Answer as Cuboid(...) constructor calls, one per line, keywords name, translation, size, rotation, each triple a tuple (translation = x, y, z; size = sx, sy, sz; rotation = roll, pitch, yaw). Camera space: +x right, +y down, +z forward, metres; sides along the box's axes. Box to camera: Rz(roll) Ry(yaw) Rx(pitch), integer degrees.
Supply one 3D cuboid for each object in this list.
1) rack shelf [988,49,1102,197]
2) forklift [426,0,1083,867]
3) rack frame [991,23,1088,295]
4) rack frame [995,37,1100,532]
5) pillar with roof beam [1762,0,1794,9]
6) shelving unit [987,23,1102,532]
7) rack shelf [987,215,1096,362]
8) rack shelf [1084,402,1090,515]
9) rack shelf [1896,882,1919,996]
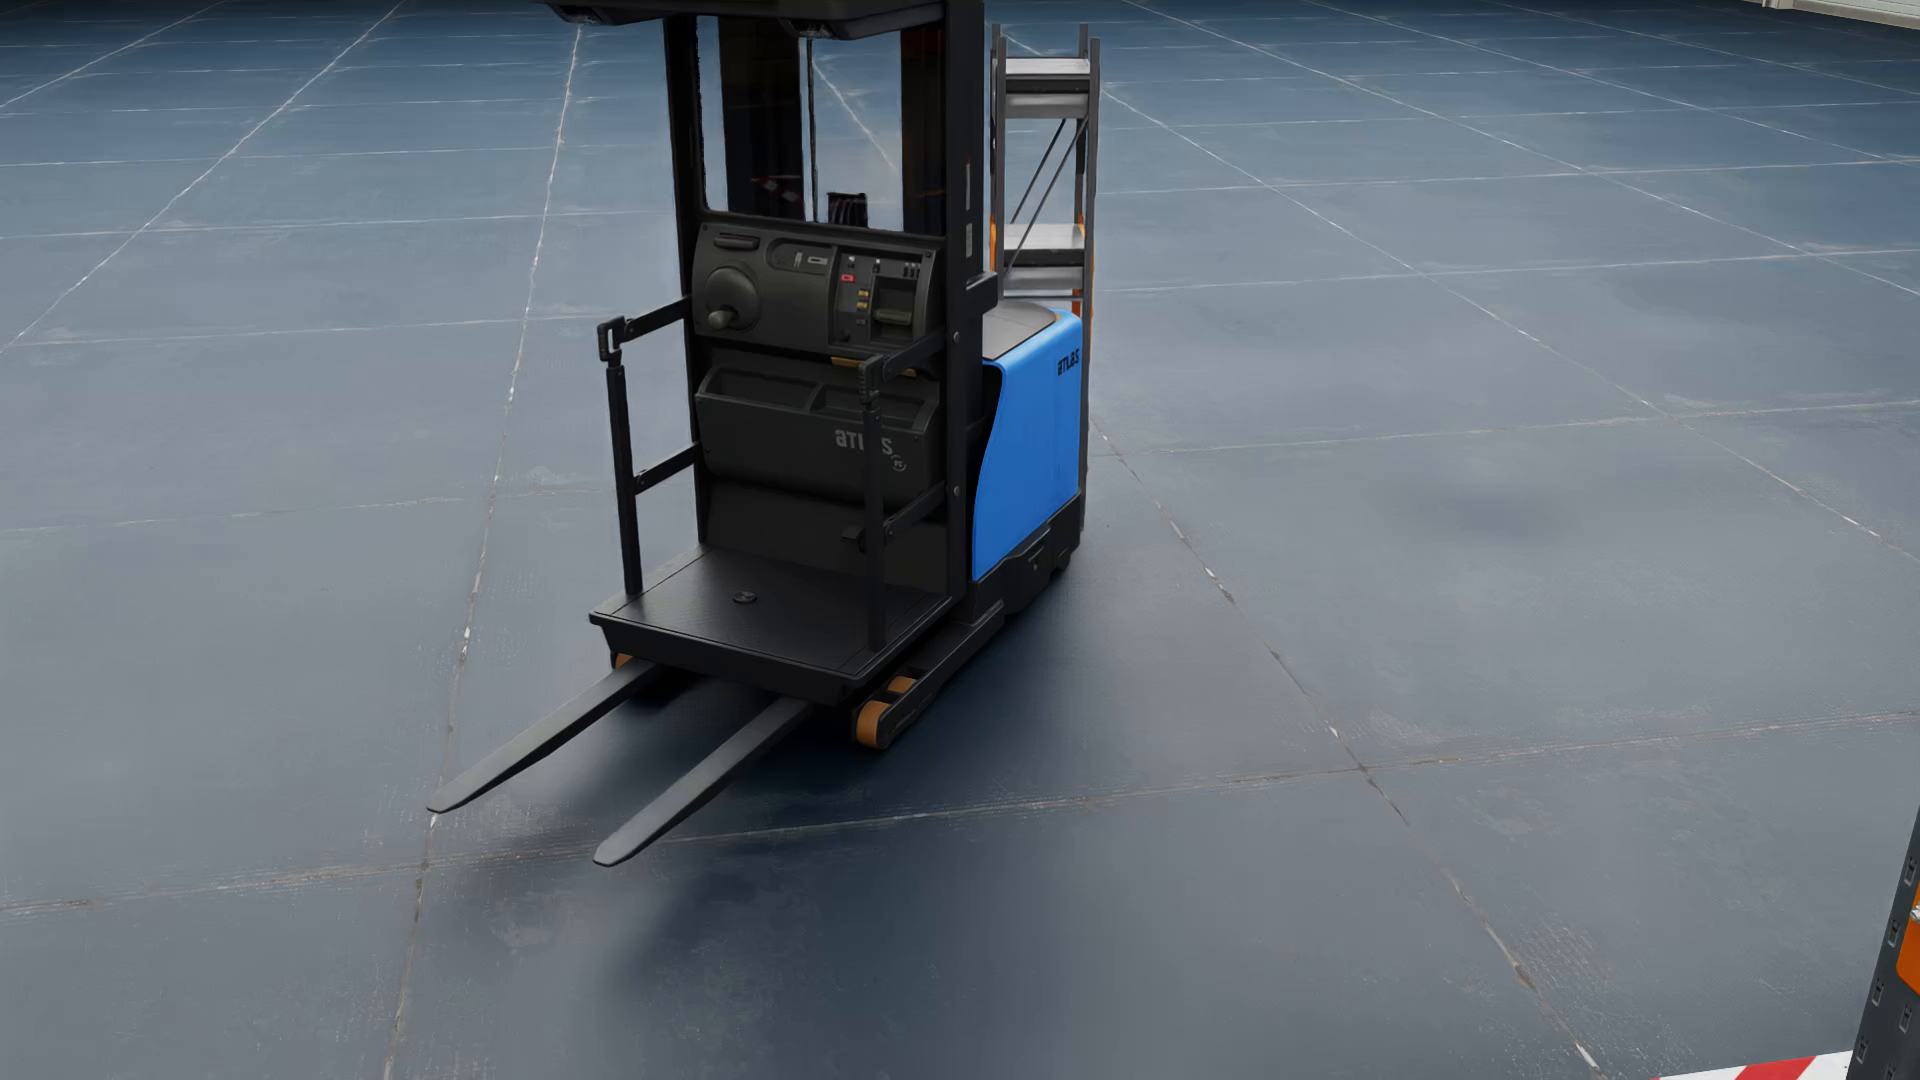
Cuboid(name="rack shelf", translation=(0.340, -1.726, 6.864), size=(0.431, 0.518, 0.480), rotation=(-1, 24, -1))
Cuboid(name="forklift", translation=(-0.601, -0.835, 5.499), size=(1.130, 2.935, 3.031), rotation=(11, 26, 24))
Cuboid(name="rack frame", translation=(0.334, -1.195, 7.362), size=(0.400, 2.100, 0.015), rotation=(-1, 24, -1))
Cuboid(name="rack frame", translation=(0.346, -0.999, 6.915), size=(0.400, 2.100, 0.015), rotation=(-1, 24, -1))
Cuboid(name="pillar with roof beam", translation=(9.130, -12.503, 24.634), size=(9.100, 9.000, 0.400), rotation=(-4, 24, -10))
Cuboid(name="shelving unit", translation=(0.340, -1.097, 7.139), size=(0.431, 2.100, 0.503), rotation=(-1, 24, -1))
Cuboid(name="rack shelf", translation=(0.340, -1.085, 7.144), size=(0.431, 0.518, 0.480), rotation=(-1, 24, -1))
Cuboid(name="rack shelf", translation=(0.340, -0.443, 7.424), size=(0.431, 0.518, 0.480), rotation=(-1, 24, -1))
Cuboid(name="rack shelf", translation=(2.586, 1.373, 1.258), size=(1.077, 0.370, 4.000), rotation=(-4, 24, -10))
